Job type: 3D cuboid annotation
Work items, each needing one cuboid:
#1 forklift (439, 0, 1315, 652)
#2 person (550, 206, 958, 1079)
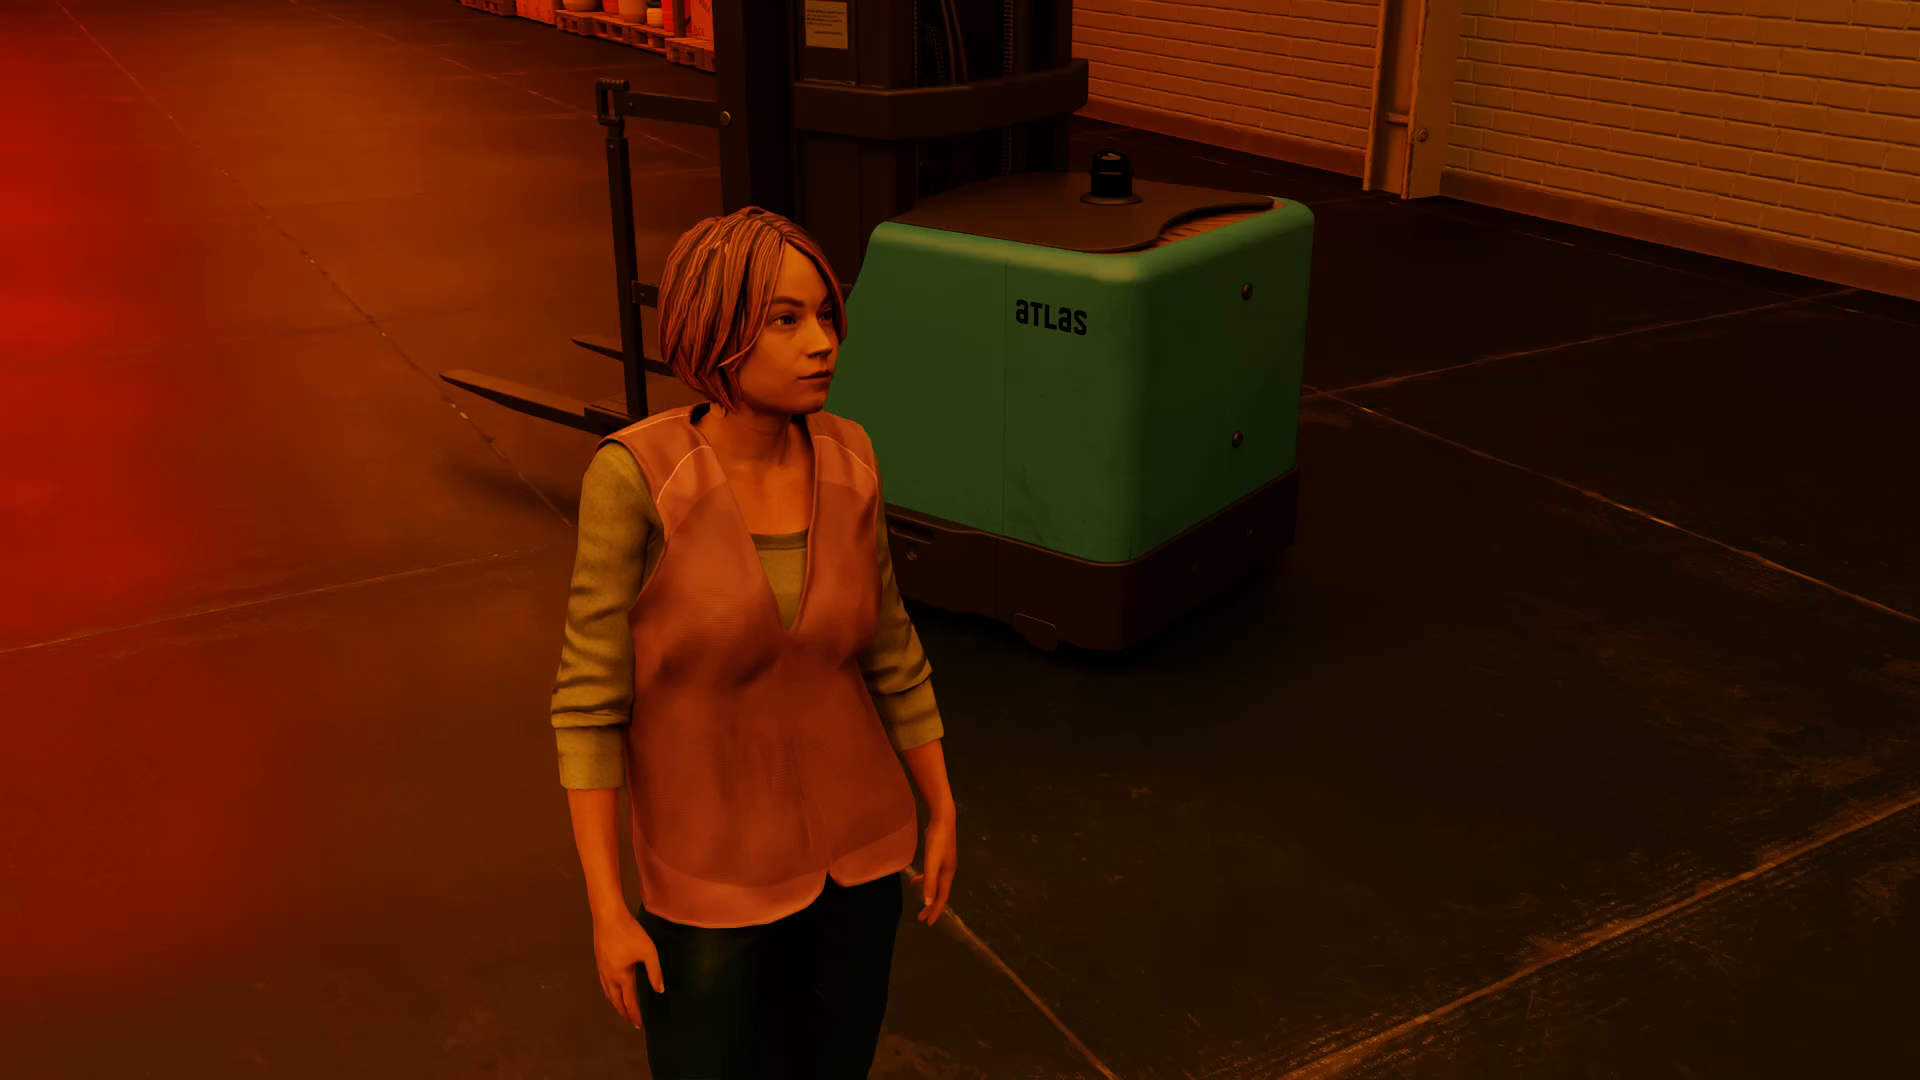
[{"bbox_3d":[-0.481,-1.497,4.922,3.031,2.935,1.130,16,27,34],"label":"forklift"},{"bbox_3d":[-0.193,0.432,1.959,0.521,1.596,0.475,-15,27,-33],"label":"person"}]
